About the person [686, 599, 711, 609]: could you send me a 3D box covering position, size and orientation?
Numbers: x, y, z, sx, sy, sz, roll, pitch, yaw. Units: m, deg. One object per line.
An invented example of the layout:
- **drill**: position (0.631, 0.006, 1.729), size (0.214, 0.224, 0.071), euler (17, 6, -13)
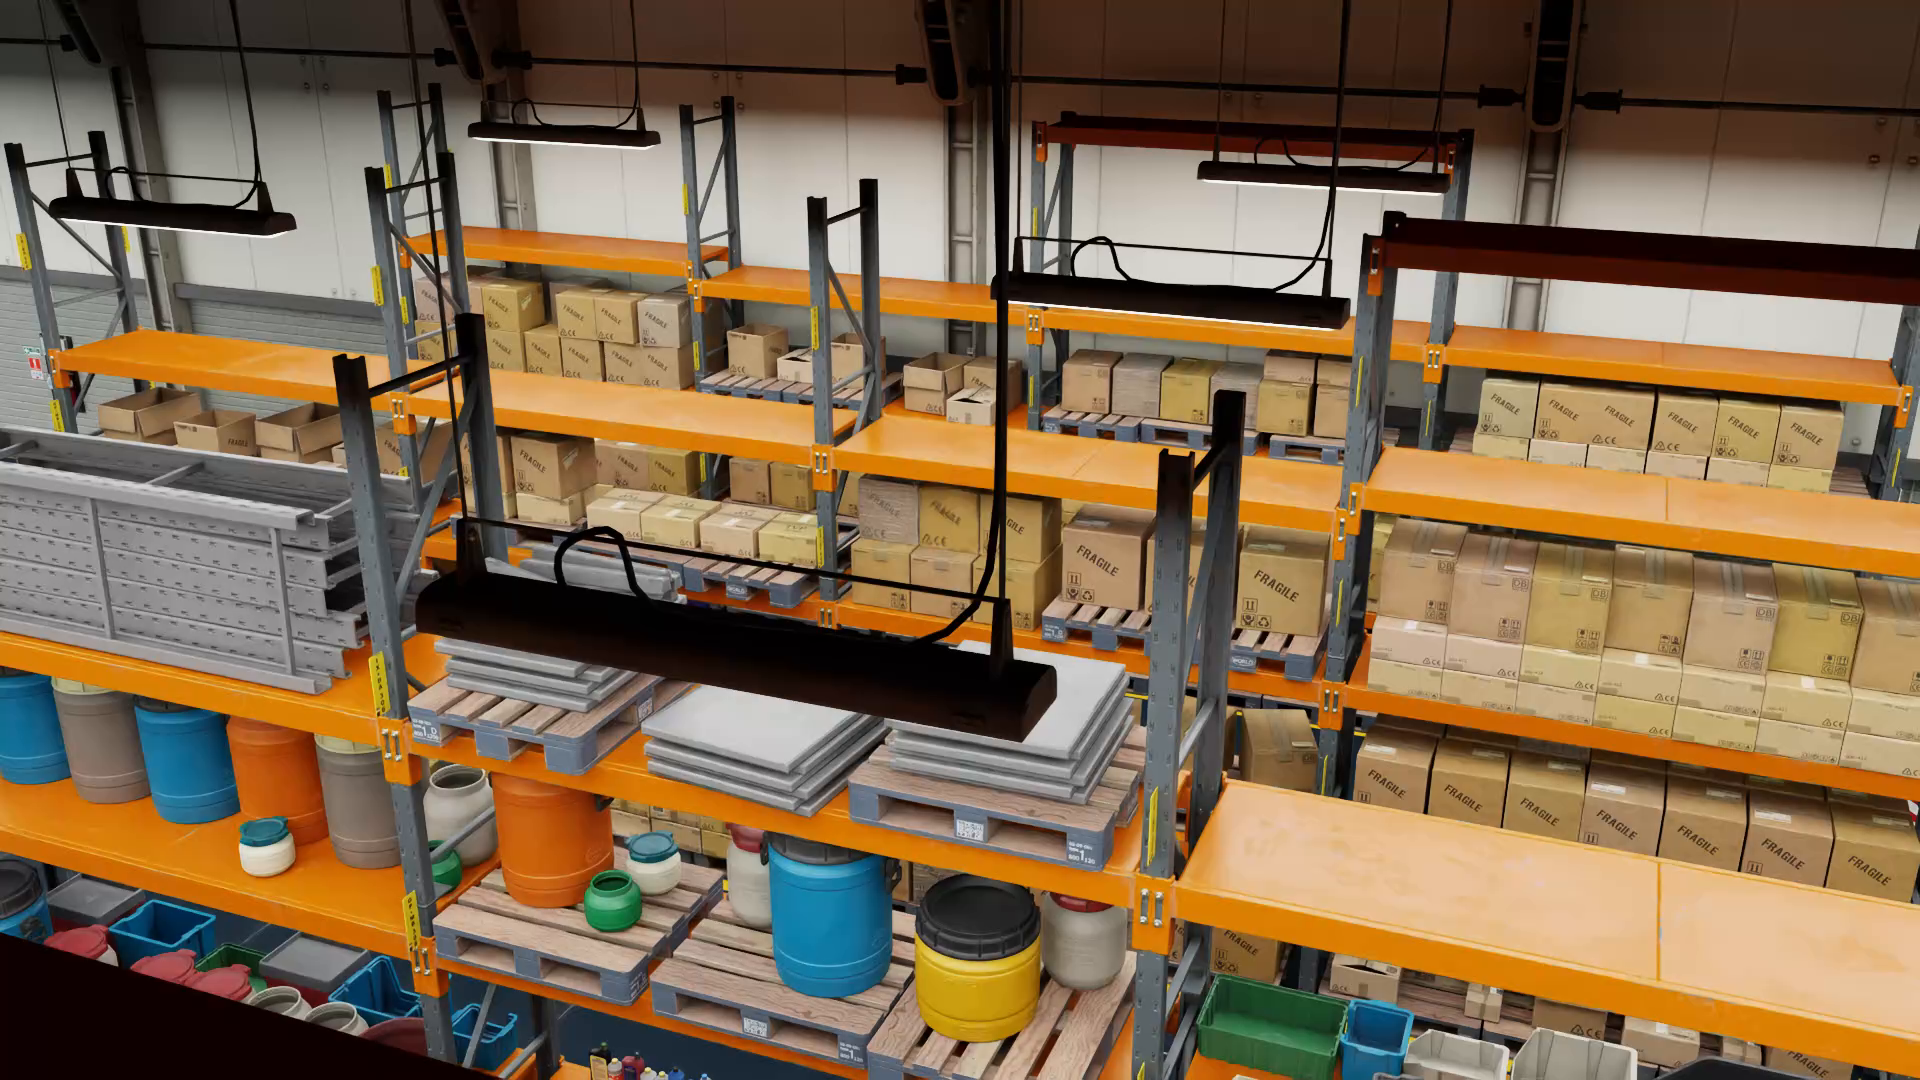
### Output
- **person**: position (-3.015, 0.688, 18.314), size (1.042, 1.572, 0.529), euler (-3, 21, -8)
